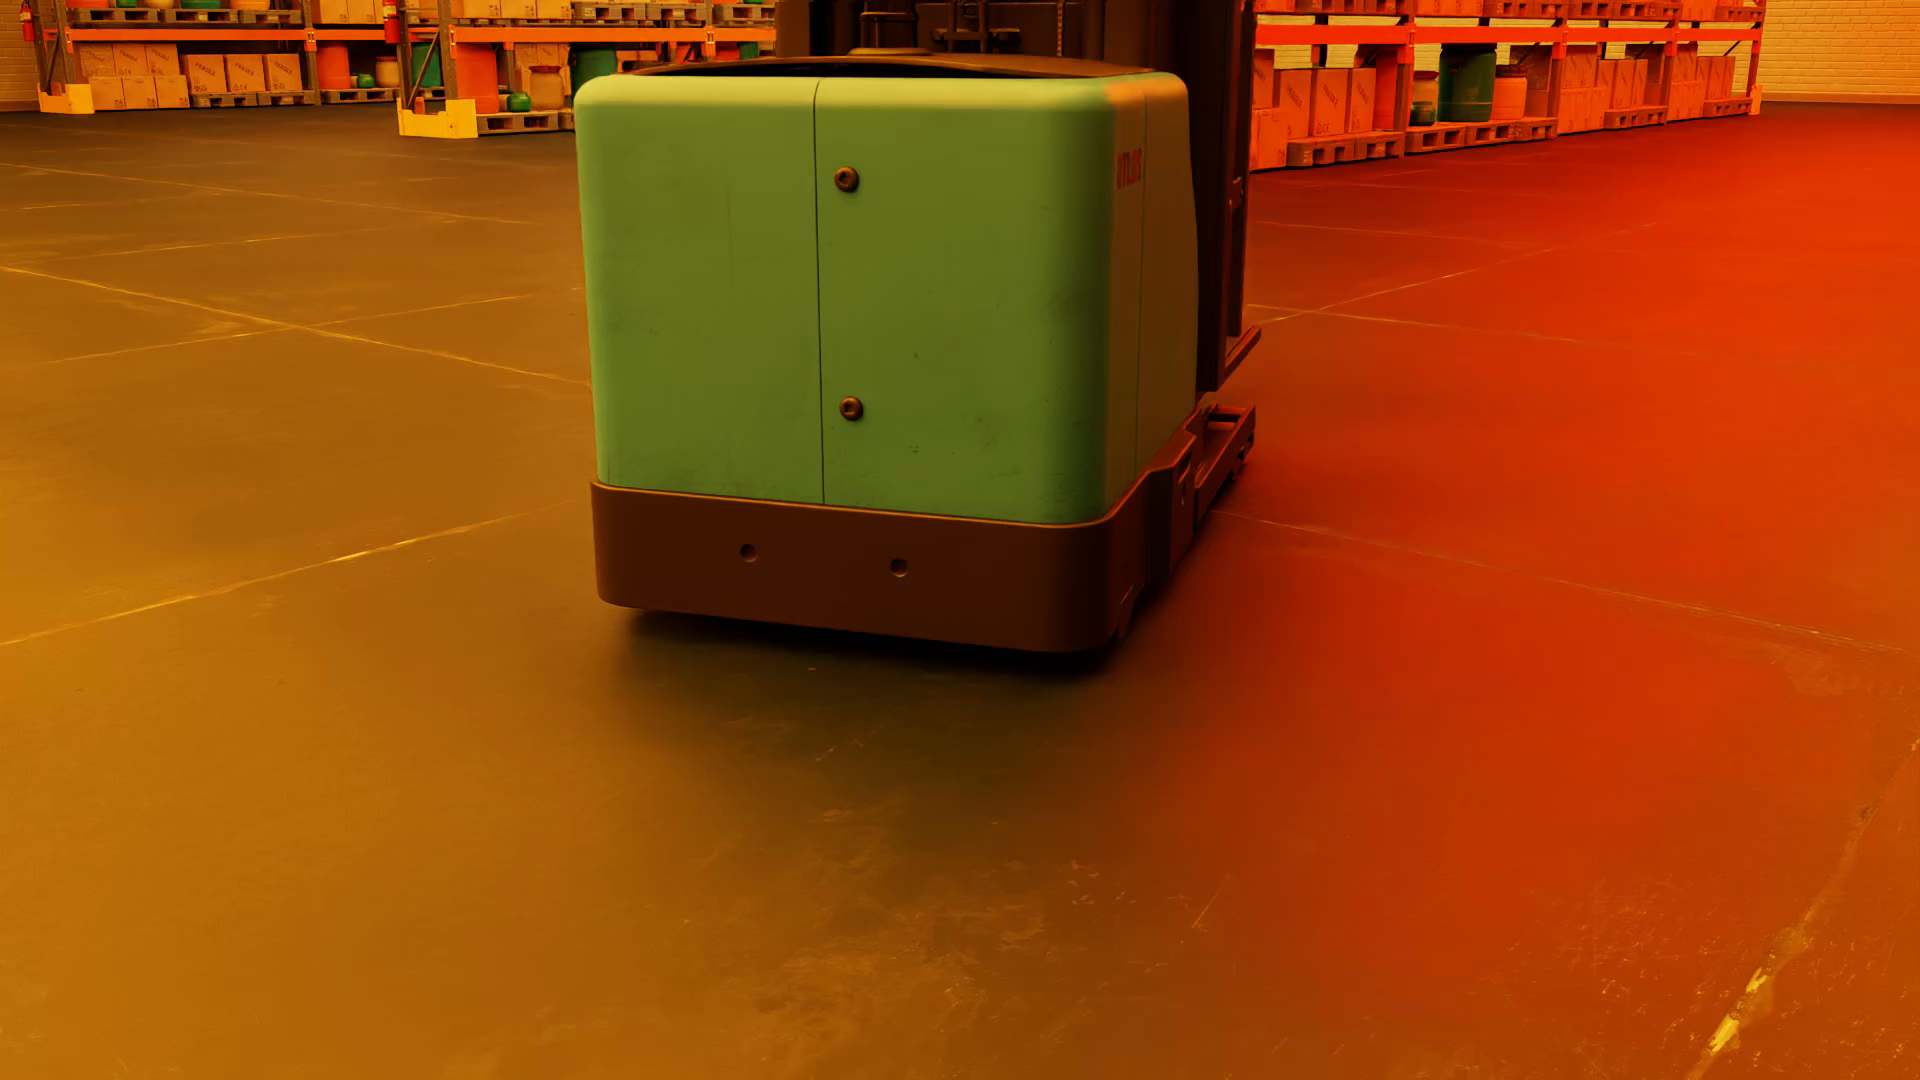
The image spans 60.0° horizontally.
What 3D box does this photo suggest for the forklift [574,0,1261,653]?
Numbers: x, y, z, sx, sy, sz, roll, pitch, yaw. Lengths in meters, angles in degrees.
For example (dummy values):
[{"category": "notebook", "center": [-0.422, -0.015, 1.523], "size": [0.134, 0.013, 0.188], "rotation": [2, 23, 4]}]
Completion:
[{"category": "forklift", "center": [0.197, -1.585, 4.118], "size": [1.130, 2.935, 3.031], "rotation": [5, 18, 17]}]
